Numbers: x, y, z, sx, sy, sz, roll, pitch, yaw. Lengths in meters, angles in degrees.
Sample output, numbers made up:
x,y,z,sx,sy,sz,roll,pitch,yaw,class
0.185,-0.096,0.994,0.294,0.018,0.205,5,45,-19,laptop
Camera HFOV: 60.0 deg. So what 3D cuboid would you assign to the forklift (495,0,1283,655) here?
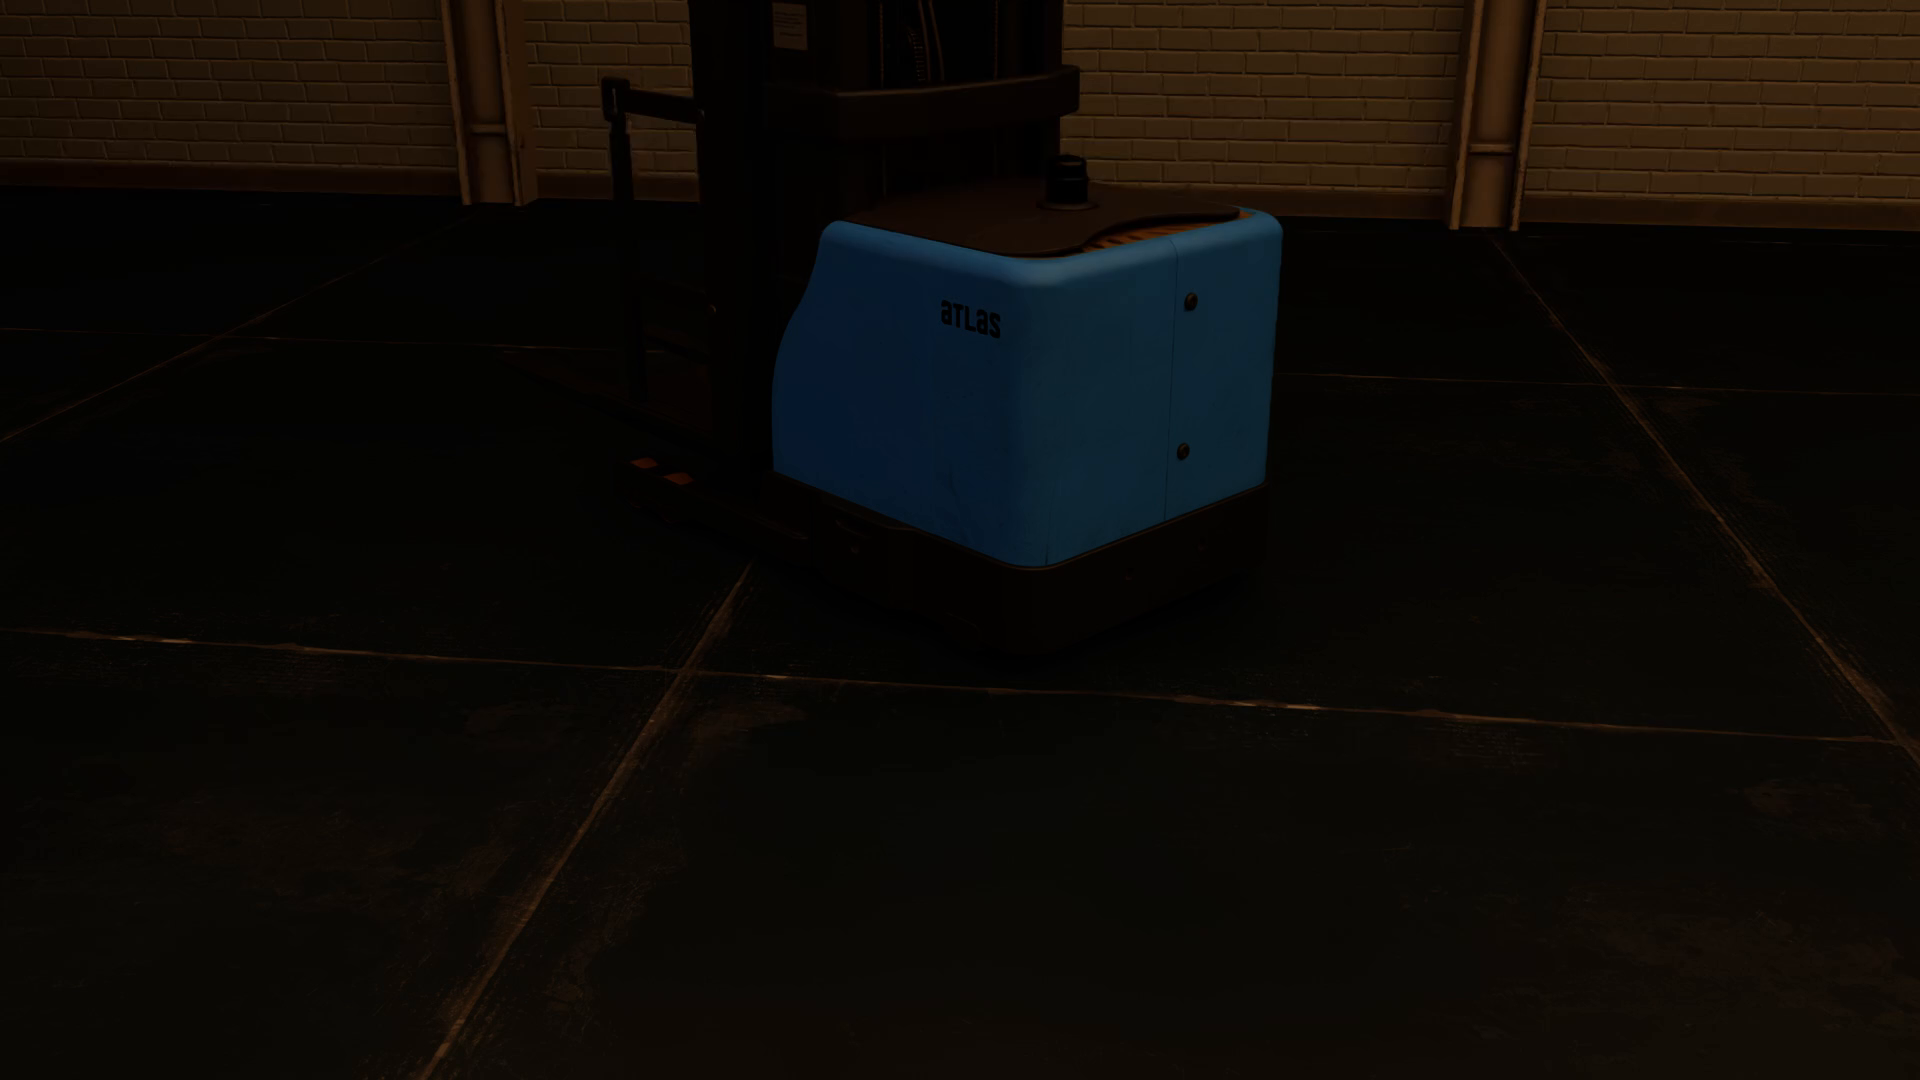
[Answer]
x,y,z,sx,sy,sz,roll,pitch,yaw,class
-0.484,-1.526,5.042,1.130,2.935,3.031,-19,29,-40,forklift
